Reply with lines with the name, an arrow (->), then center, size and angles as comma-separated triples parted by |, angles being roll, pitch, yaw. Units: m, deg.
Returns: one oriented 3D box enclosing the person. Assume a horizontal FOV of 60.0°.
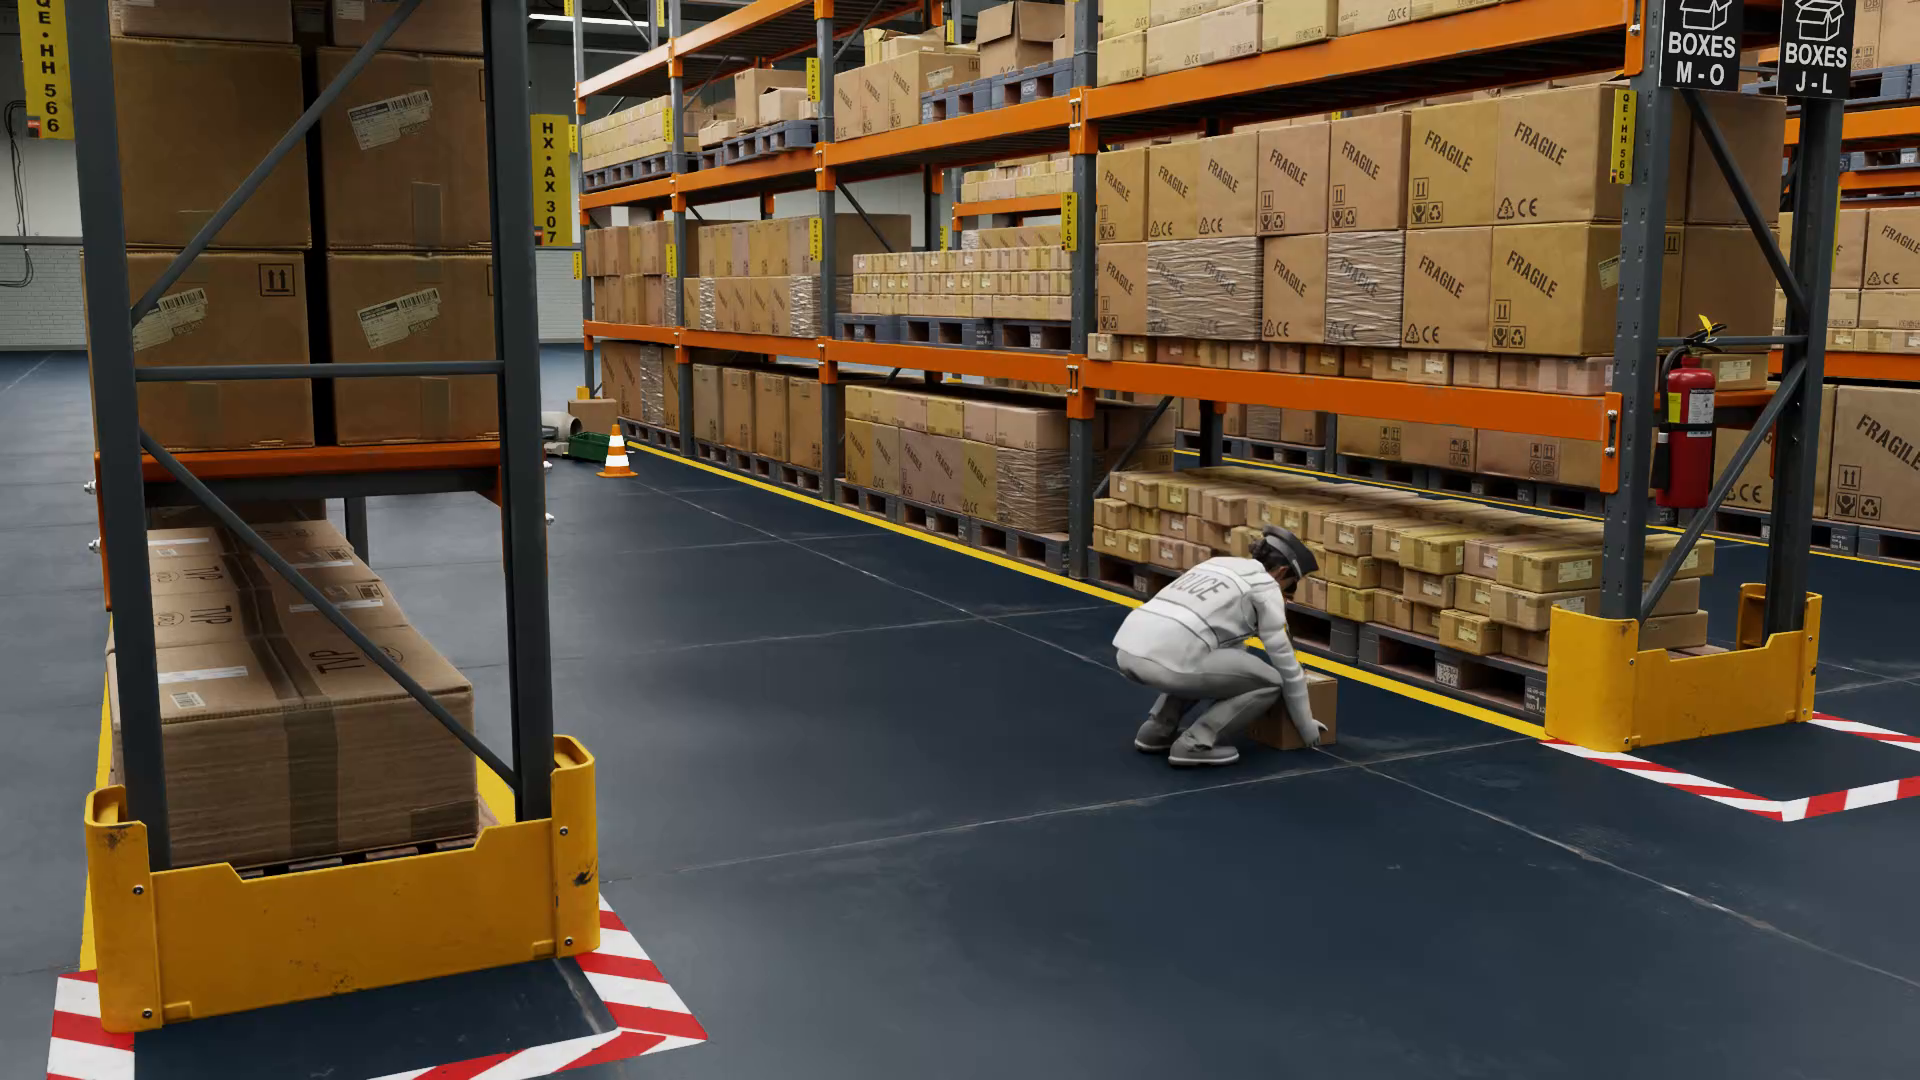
person -> 0.972, 0.387, 6.154 | 0.863, 0.849, 0.478 | -4, 10, -26
